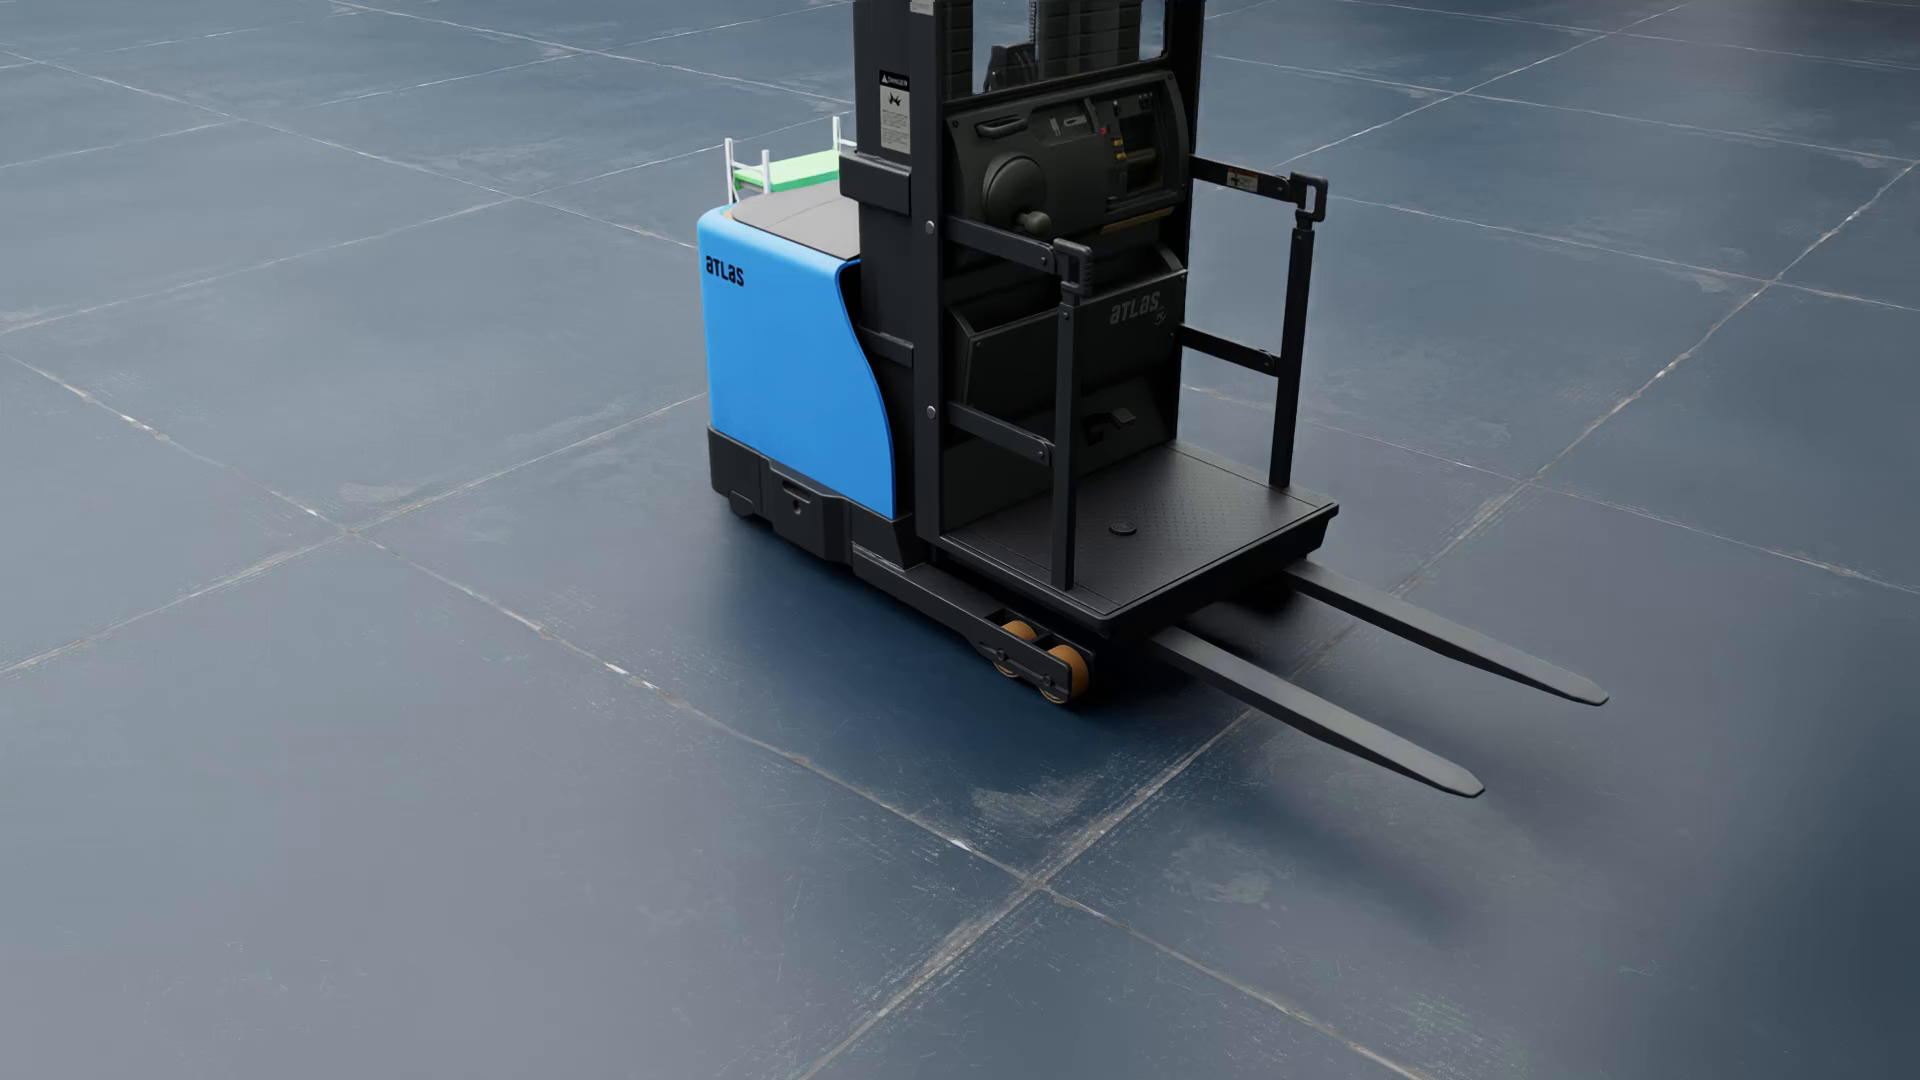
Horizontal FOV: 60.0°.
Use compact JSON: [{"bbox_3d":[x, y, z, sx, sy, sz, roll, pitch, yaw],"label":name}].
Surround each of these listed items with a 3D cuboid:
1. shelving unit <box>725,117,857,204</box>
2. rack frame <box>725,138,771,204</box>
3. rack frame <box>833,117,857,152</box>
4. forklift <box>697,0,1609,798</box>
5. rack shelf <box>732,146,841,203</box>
[{"bbox_3d":[-0.565,-0.923,6.229,0.503,1.200,0.258,-23,35,-37],"label":"shelving unit"},{"bbox_3d":[-0.745,-0.848,6.082,0.015,1.200,0.240,-23,35,-37],"label":"rack frame"},{"bbox_3d":[-0.385,-0.999,6.375,0.015,1.200,0.240,-23,35,-37],"label":"rack frame"},{"bbox_3d":[0.473,-1.093,4.672,1.130,2.935,3.031,-23,35,-37],"label":"forklift"},{"bbox_3d":[-0.565,-1.293,6.038,0.480,0.148,0.258,-23,35,-37],"label":"rack shelf"}]
